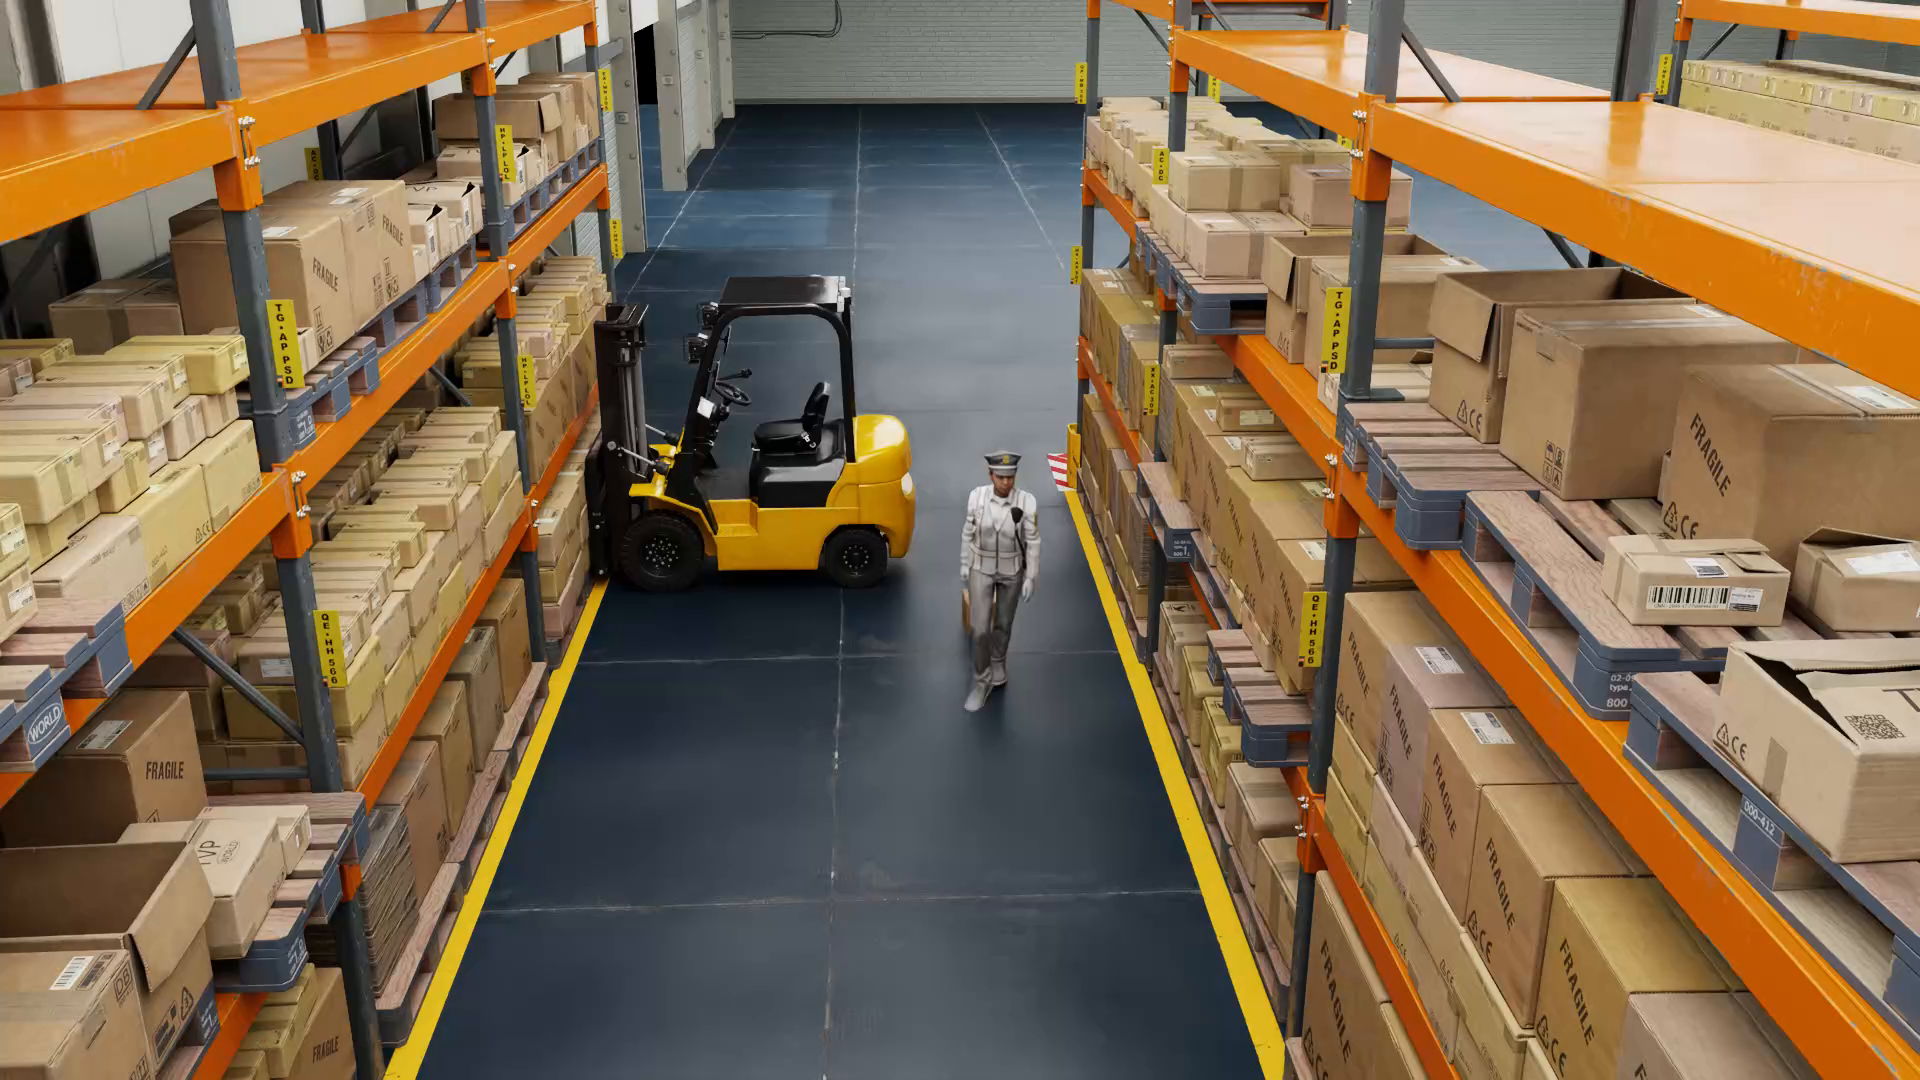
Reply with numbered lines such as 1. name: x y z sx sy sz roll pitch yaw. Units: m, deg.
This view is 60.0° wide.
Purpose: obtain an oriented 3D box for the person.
1. person: 0.255 0.216 10.514 0.508 1.715 0.571 0 21 -1
